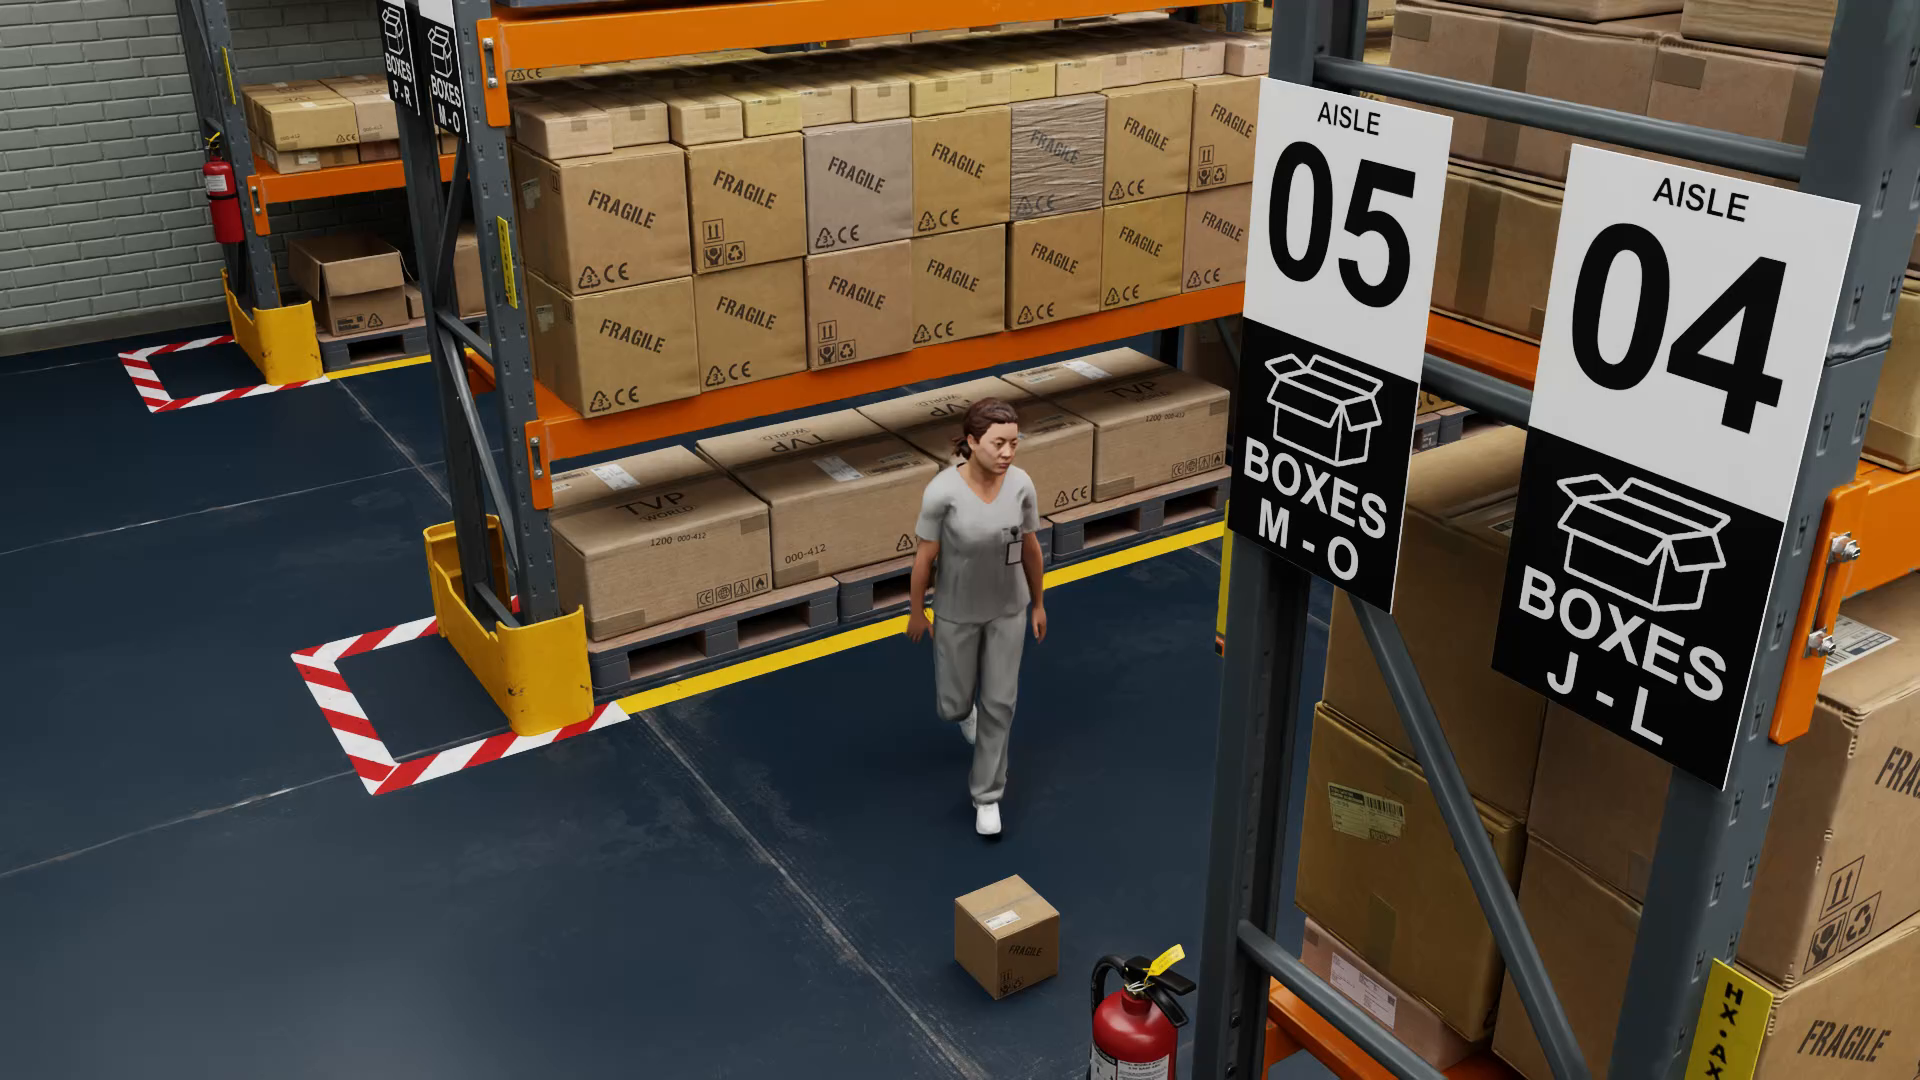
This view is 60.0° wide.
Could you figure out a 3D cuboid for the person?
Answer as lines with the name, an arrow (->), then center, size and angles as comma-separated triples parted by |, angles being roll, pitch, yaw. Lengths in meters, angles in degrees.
person -> 0.051, 0.224, 6.126 | 0.527, 1.652, 0.715 | -4, 26, -8
